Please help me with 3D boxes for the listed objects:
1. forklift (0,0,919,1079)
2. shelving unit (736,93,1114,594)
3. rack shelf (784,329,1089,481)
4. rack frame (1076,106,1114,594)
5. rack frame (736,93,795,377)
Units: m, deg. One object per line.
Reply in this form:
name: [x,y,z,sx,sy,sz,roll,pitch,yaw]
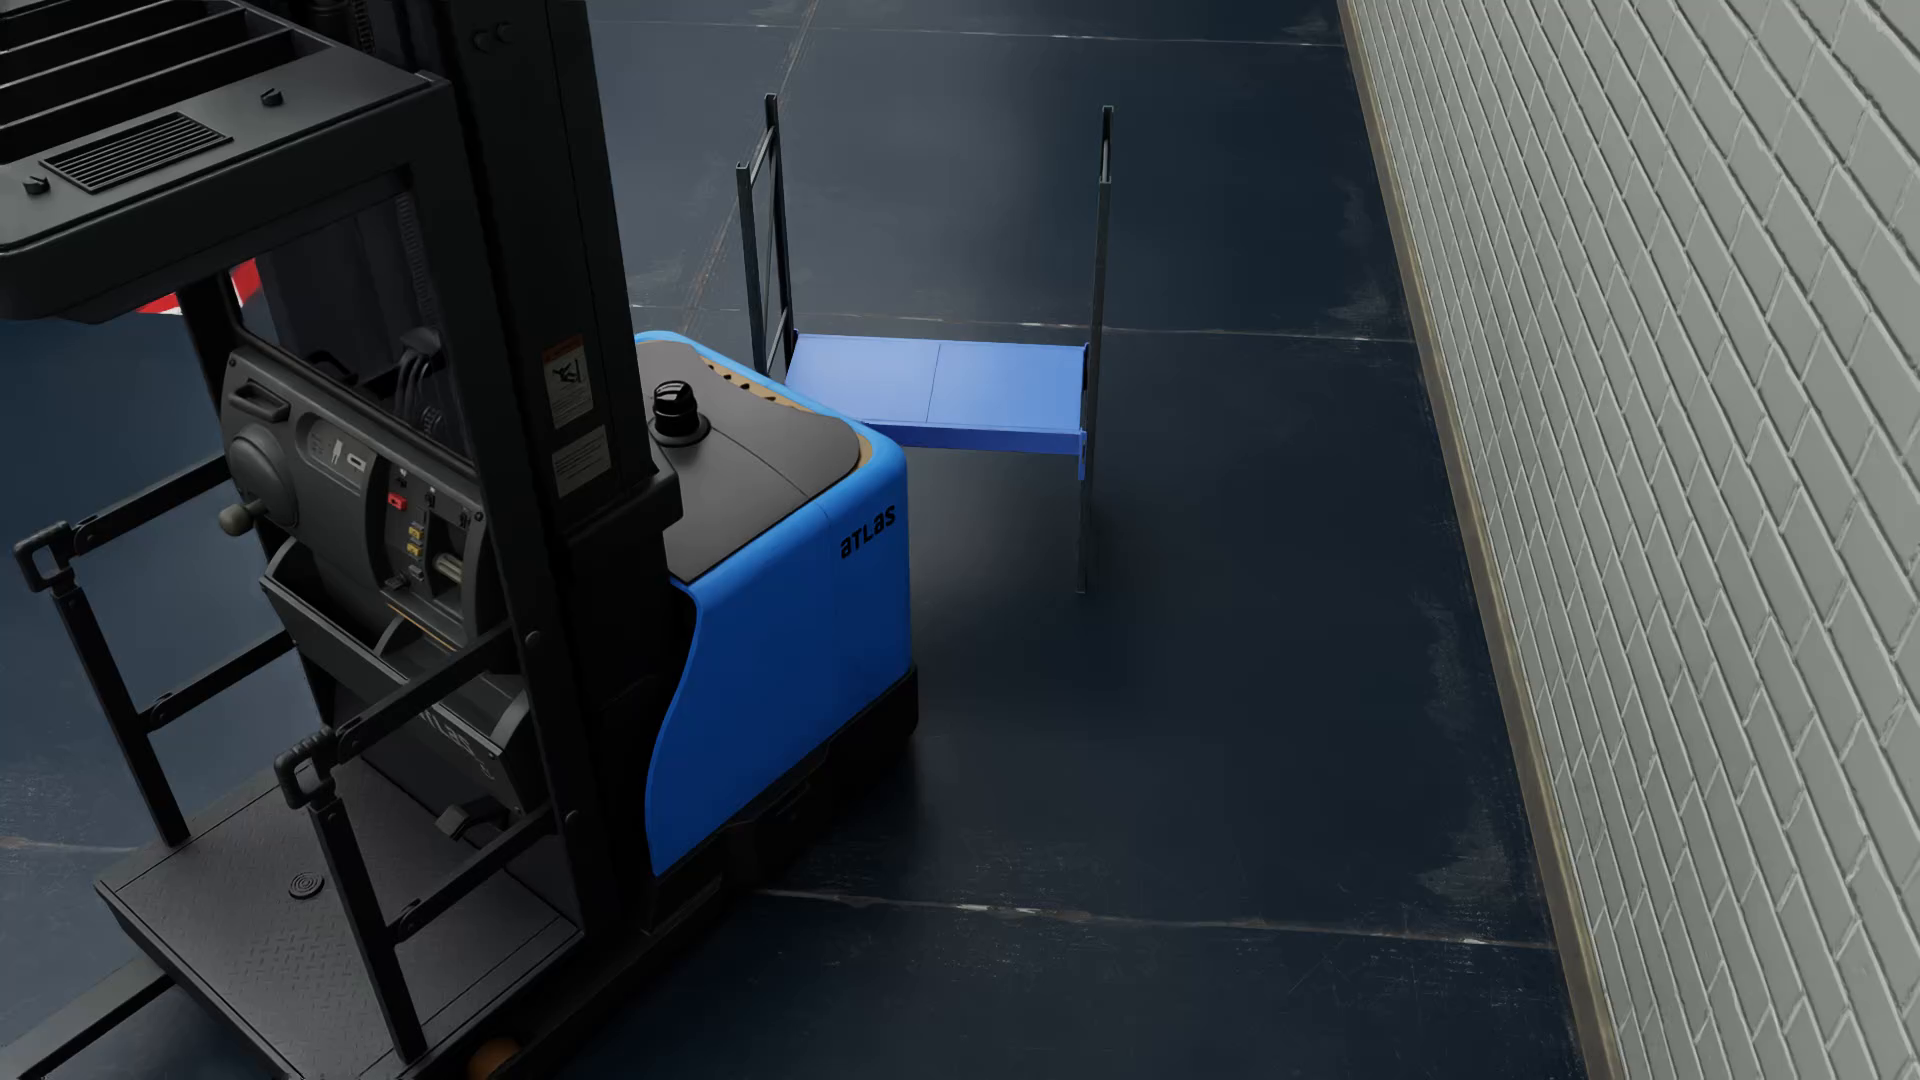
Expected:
forklift: [-1.448,-0.026,3.460,1.130,2.935,3.031,27,47,30]
shelving unit: [-0.085,-0.586,5.282,1.048,1.500,0.538,3,39,4]
rack shelf: [-0.085,-0.447,5.396,1.000,0.185,0.538,3,39,4]
rack frame: [0.421,-0.559,5.248,0.032,1.500,0.500,3,39,4]
rack frame: [-0.591,-0.614,5.316,0.032,1.500,0.500,3,39,4]
